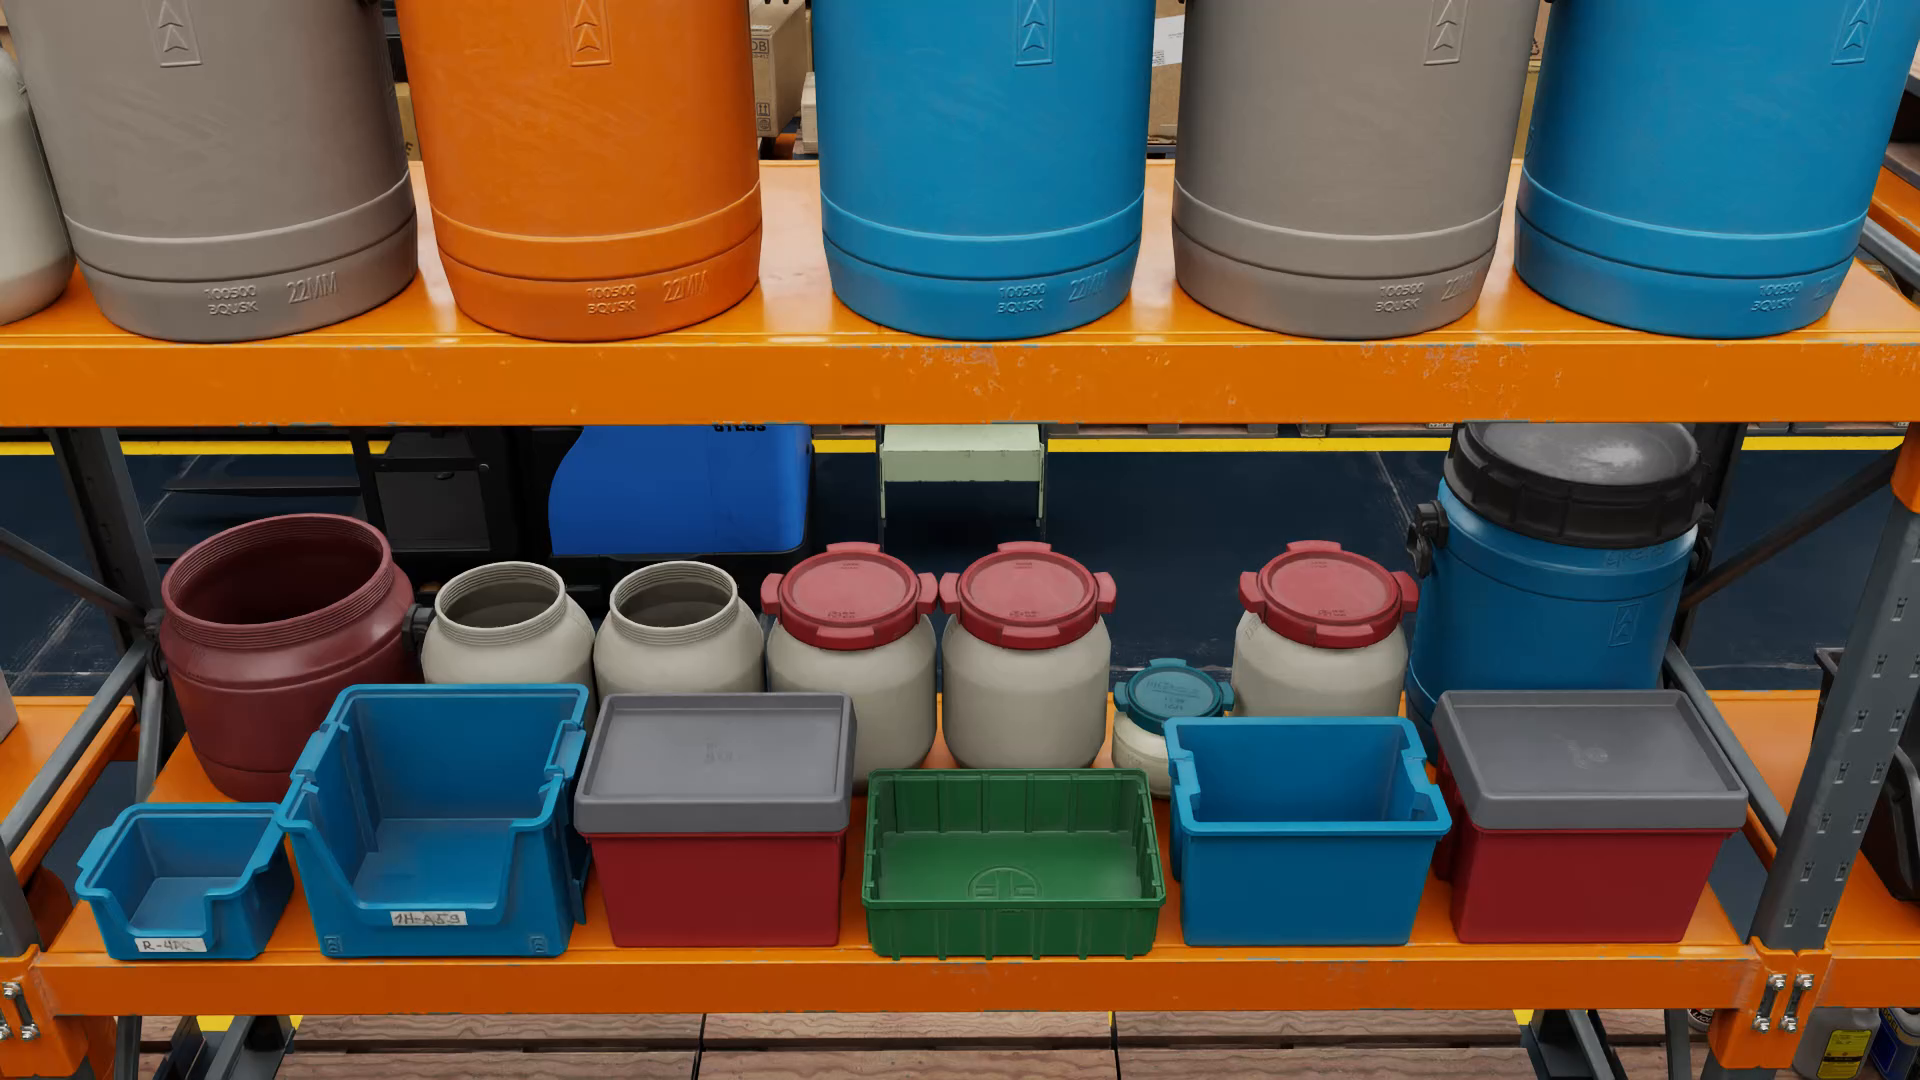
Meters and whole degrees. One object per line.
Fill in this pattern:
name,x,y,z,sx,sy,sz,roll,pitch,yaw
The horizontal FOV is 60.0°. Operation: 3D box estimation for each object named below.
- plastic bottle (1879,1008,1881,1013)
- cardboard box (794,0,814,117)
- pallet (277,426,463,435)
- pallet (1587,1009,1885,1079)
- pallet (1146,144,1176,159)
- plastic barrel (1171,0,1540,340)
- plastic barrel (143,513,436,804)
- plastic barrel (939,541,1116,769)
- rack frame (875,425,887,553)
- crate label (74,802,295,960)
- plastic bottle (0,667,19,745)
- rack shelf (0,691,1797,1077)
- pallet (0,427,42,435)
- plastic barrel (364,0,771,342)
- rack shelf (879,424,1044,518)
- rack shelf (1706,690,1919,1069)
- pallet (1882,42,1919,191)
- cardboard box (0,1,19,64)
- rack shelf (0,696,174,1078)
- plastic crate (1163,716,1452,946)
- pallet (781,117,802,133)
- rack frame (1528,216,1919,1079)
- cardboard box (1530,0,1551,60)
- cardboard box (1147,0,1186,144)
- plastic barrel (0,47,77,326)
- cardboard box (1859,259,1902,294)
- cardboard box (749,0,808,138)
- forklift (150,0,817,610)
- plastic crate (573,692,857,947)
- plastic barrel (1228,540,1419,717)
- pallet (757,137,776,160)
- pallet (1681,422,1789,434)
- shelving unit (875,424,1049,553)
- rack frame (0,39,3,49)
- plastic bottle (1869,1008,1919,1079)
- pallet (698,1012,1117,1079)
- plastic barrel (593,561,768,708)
plastic bottle,2.690,1.294,4.856,0.185,0.351,0.144,-2,31,-3
cardboard box,-1.493,-3.801,12.887,0.750,0.750,1.050,-1,31,-1
pallet,-2.963,-0.900,9.029,1.213,0.211,1.003,0,31,0
pallet,2.528,1.713,4.723,1.213,0.211,1.003,0,31,0
pallet,1.061,-2.059,8.436,1.213,0.211,1.003,0,31,0
plastic barrel,0.695,-0.879,2.932,0.600,0.901,0.600,0,31,0
plastic barrel,-1.682,0.297,4.237,0.708,0.536,0.600,0,31,0
plastic barrel,0.164,0.335,4.175,0.433,0.535,0.433,0,31,0
rack frame,-0.359,-0.640,7.359,0.023,1.500,0.400,0,31,0
crate label,-1.721,0.779,3.736,0.416,0.233,0.303,0,31,0
plastic bottle,-2.579,0.401,4.318,0.135,0.276,0.152,0,31,0
rack shelf,-0.144,0.815,4.208,4.000,0.370,1.077,0,31,0
pallet,-5.403,-0.892,9.017,1.213,0.211,1.003,0,31,0
plastic barrel,-0.668,-0.844,2.944,0.708,0.830,0.600,0,31,0
rack shelf,0.007,-0.363,7.530,0.720,0.370,0.431,0,31,0
rack shelf,3.856,0.803,4.229,4.000,0.370,1.077,0,31,0
pallet,2.577,-0.753,3.390,1.003,0.211,1.213,0,31,0
cardboard box,-4.227,-2.527,7.959,0.637,0.503,0.797,1,31,1
rack shelf,-4.144,0.828,4.188,4.000,0.370,1.077,0,31,0
plastic crate,0.755,0.673,3.764,0.575,0.384,0.392,0,31,0
pallet,-1.314,-3.400,13.150,1.213,0.211,1.003,0,31,0
rack frame,1.856,0.501,4.032,0.127,3.000,1.000,0,31,0
cardboard box,2.777,-2.537,7.693,0.500,0.500,0.500,0,31,0
cardboard box,1.031,-2.574,8.117,1.000,1.000,1.000,0,31,0
plastic barrel,-1.832,-0.658,2.944,0.421,0.512,0.421,0,31,0
cardboard box,4.604,-1.178,8.805,0.500,0.500,0.500,8,32,13
cardboard box,-1.077,-2.354,8.236,0.500,0.500,0.700,4,32,7
forklift,-2.190,-1.182,6.873,3.031,2.935,1.130,-1,31,-1
plastic crate,-0.526,0.640,3.741,0.583,0.464,0.402,0,31,0
plastic barrel,0.898,0.333,4.179,0.433,0.535,0.433,0,31,0
pallet,-1.462,-2.031,8.390,1.003,0.211,1.213,0,31,0
pallet,3.720,-0.901,9.032,1.213,0.211,1.003,0,31,0
shelving unit,0.007,-0.641,7.361,0.755,1.500,0.431,0,31,0
rack frame,-2.144,-2.051,2.455,0.127,3.000,1.000,0,31,0
plastic bottle,2.716,1.402,4.748,0.135,0.276,0.152,0,31,0
pallet,-0.152,1.721,4.709,1.213,0.211,1.003,0,31,0
plastic barrel,-0.695,0.351,4.172,0.421,0.512,0.421,0,31,0
